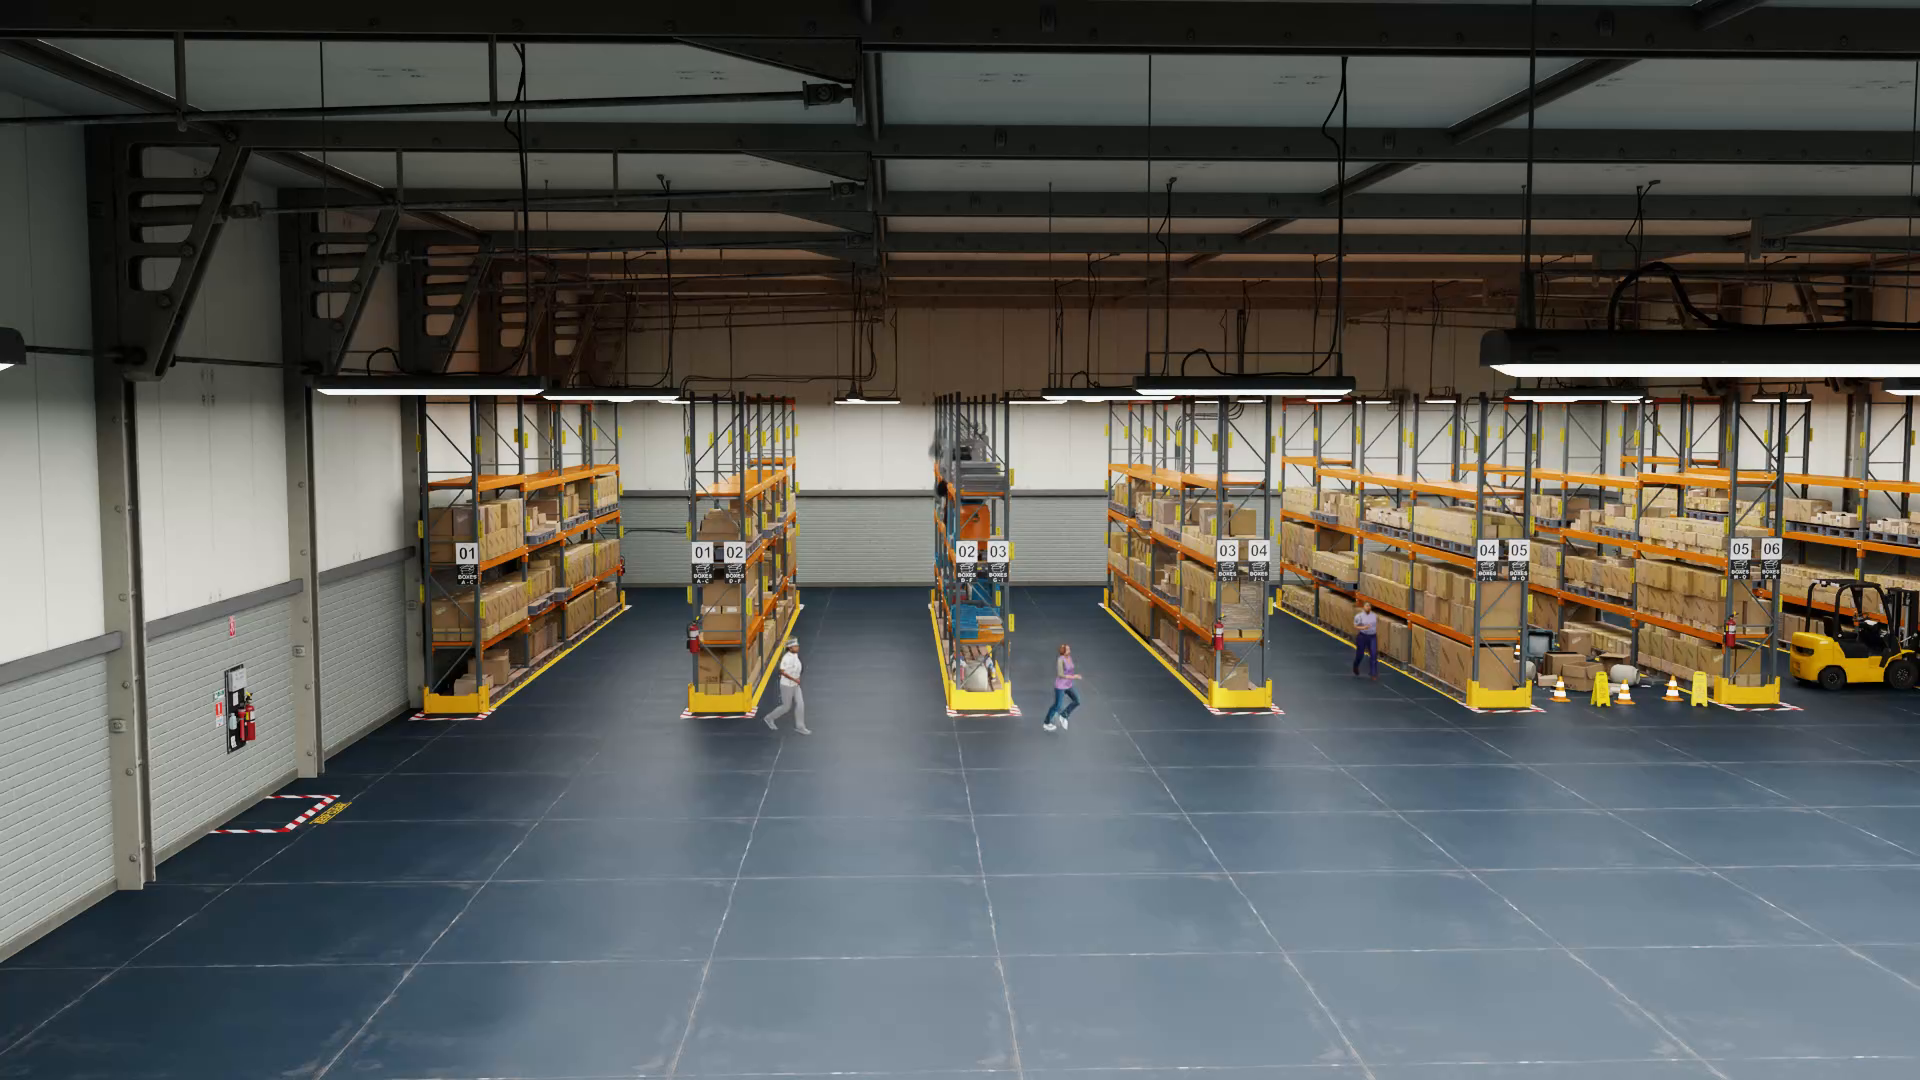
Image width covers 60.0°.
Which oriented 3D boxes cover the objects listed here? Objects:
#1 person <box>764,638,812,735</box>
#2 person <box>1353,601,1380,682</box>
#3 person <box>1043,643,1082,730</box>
[{"bbox_3d":[-3.012,2.554,29.122,0.862,1.704,0.598,2,5,20],"label":"person"},{"bbox_3d":[8.531,2.096,34.878,0.610,1.640,0.926,0,5,-5],"label":"person"},{"bbox_3d":[1.842,2.576,29.221,0.777,1.548,0.551,3,6,37],"label":"person"}]
